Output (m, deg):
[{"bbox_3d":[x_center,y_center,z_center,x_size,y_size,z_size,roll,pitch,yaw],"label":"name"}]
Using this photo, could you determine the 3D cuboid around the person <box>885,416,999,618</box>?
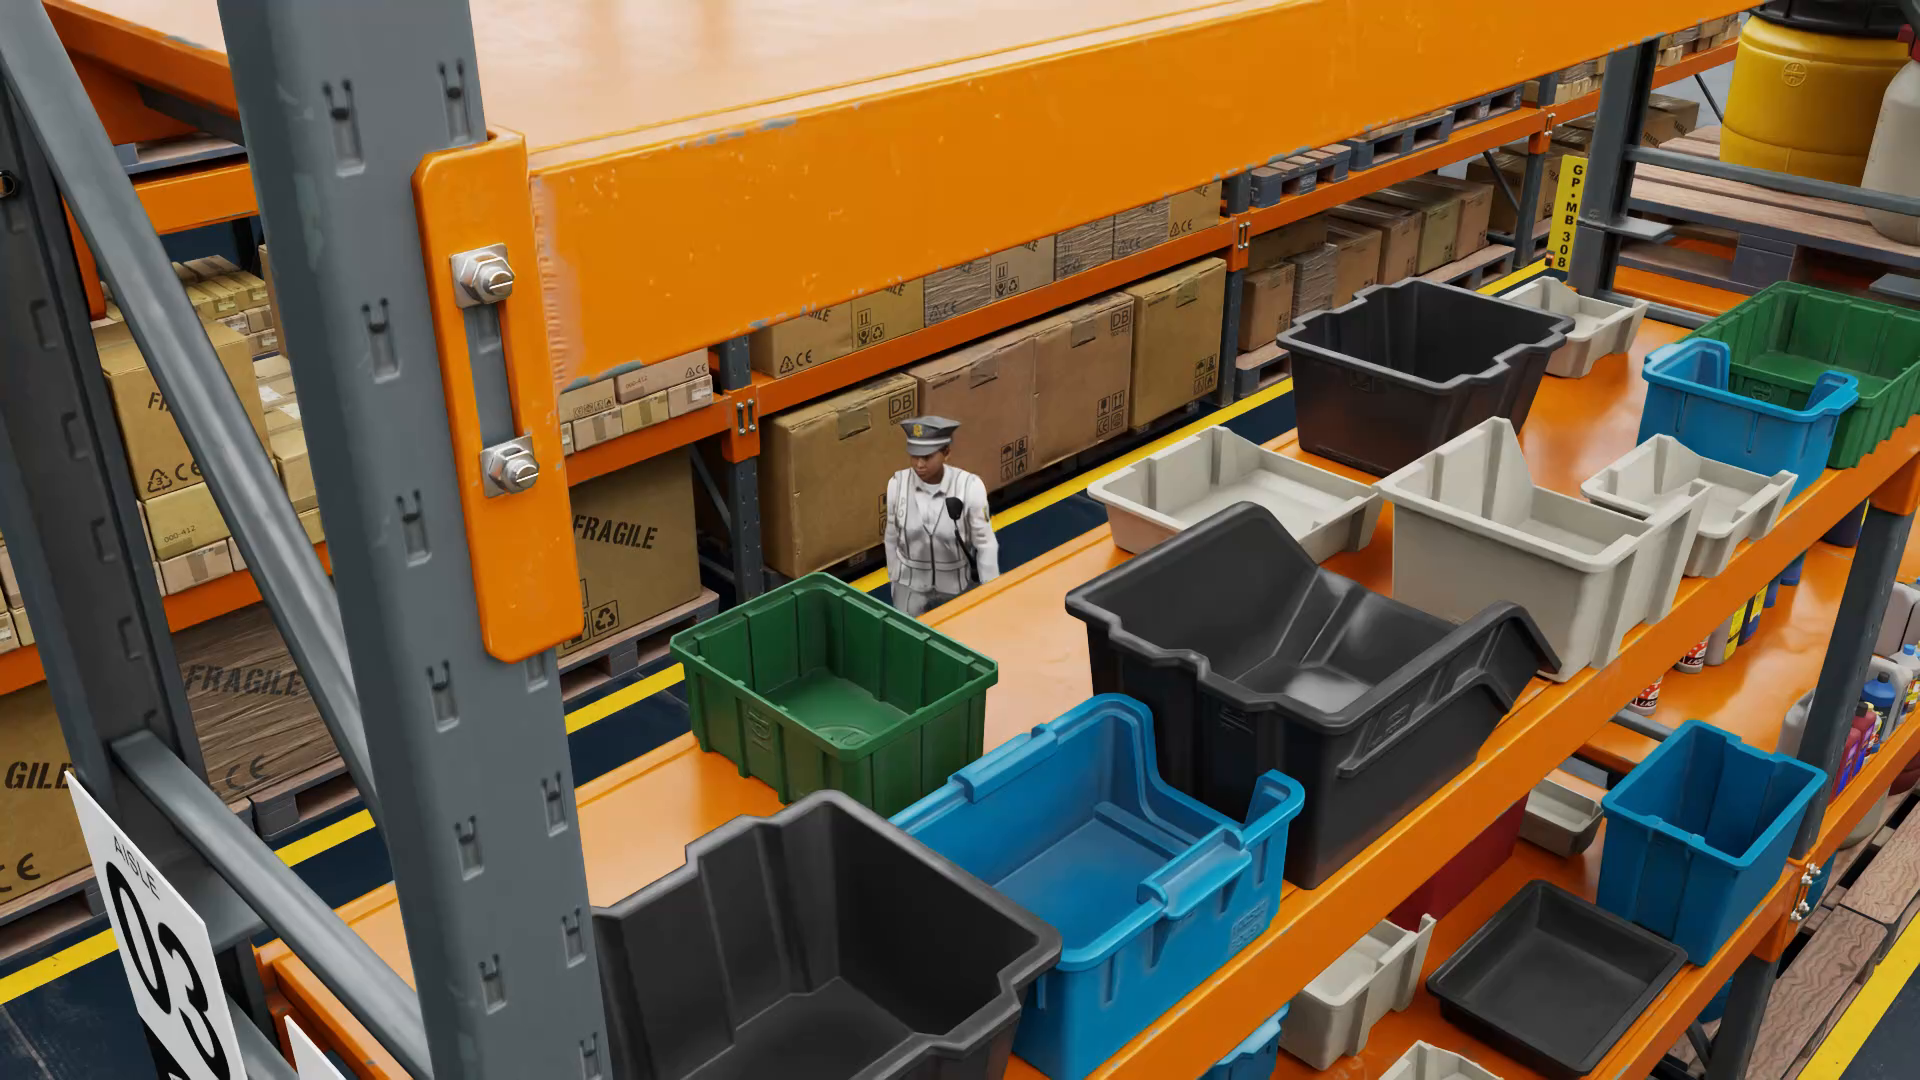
[{"bbox_3d":[-0.038,0.158,7.315,0.581,1.639,0.943,1,28,1],"label":"person"}]
